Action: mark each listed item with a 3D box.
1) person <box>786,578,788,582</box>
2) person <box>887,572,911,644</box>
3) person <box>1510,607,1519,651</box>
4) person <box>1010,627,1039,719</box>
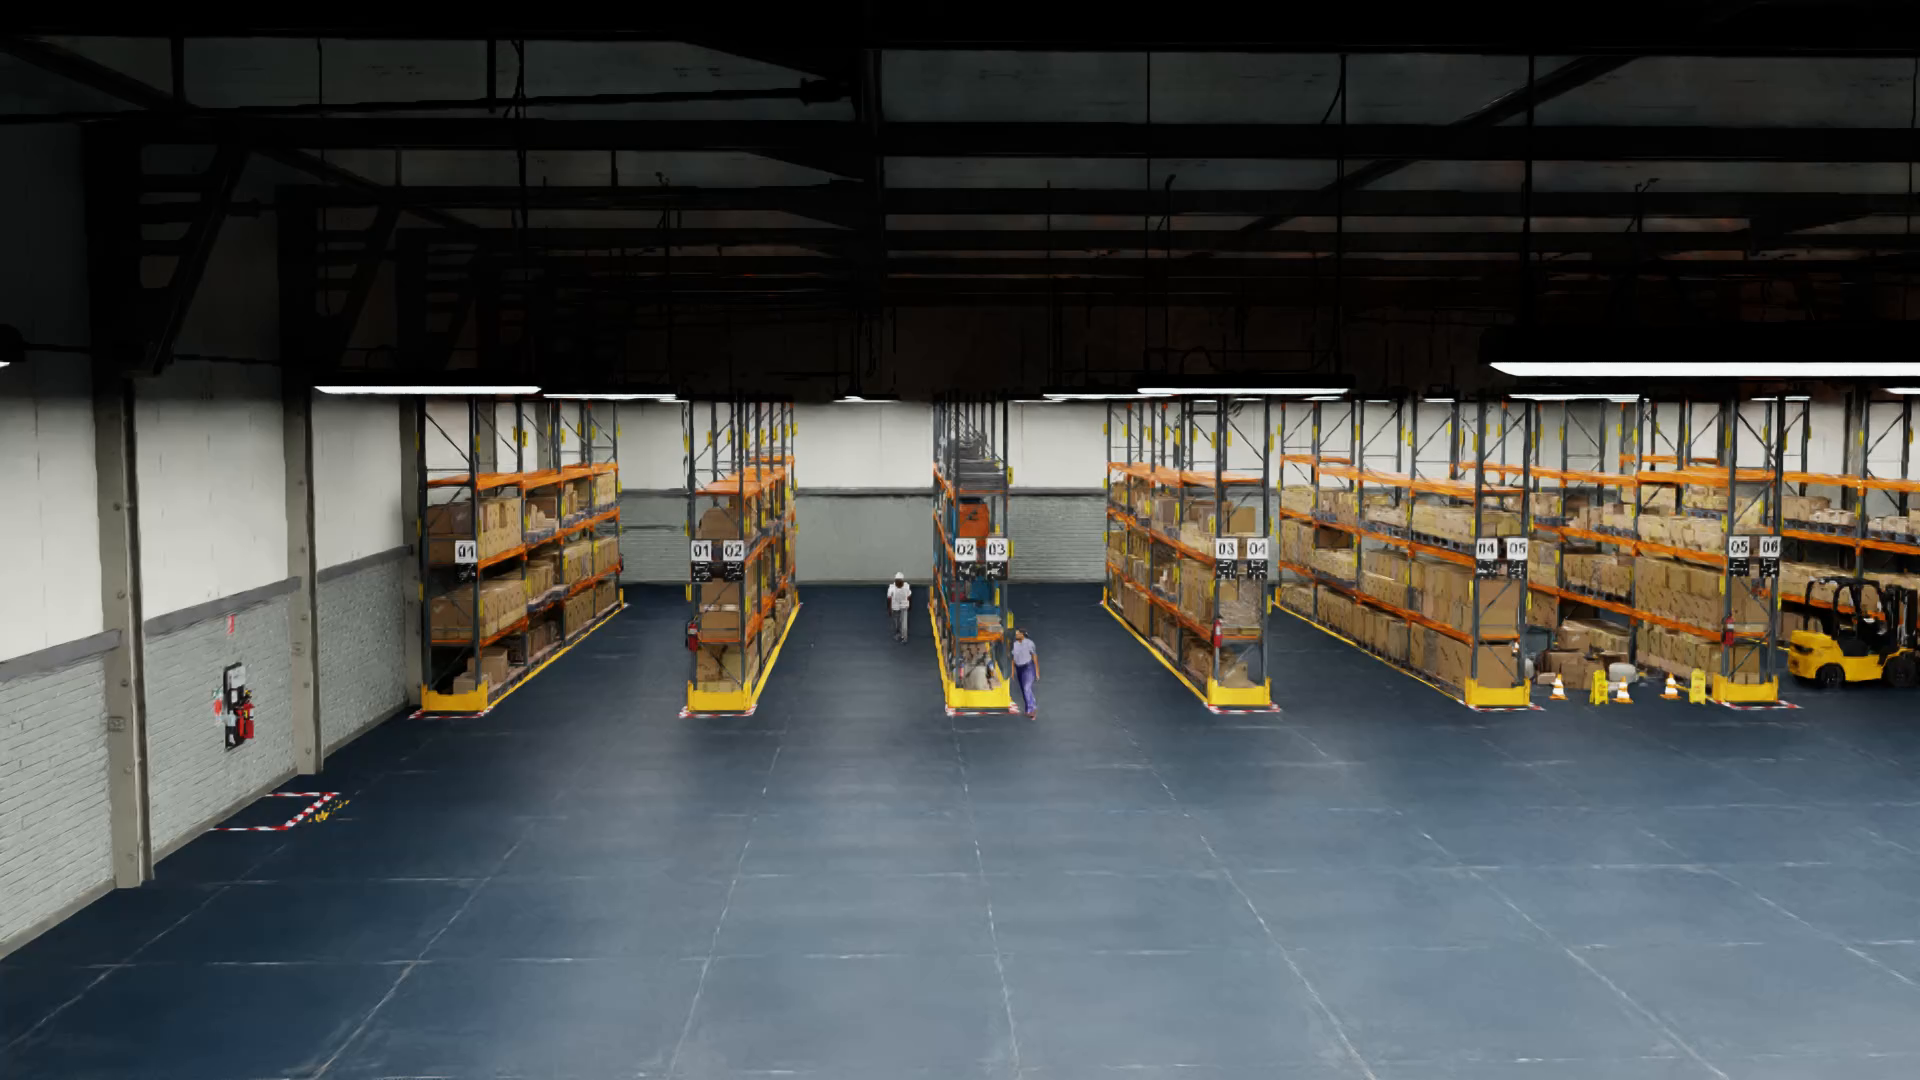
[{"bbox_3d":[-5.532,0.783,50.621,0.604,1.612,0.786,-2,5,-23],"label":"person"},{"bbox_3d":[-1.461,1.615,39.968,0.575,1.695,1.128,0,5,1],"label":"person"},{"bbox_3d":[12.780,1.700,38.235,0.647,1.773,0.671,2,5,28],"label":"person"},{"bbox_3d":[1.212,2.428,30.580,0.520,1.675,0.598,-4,6,-37],"label":"person"}]
